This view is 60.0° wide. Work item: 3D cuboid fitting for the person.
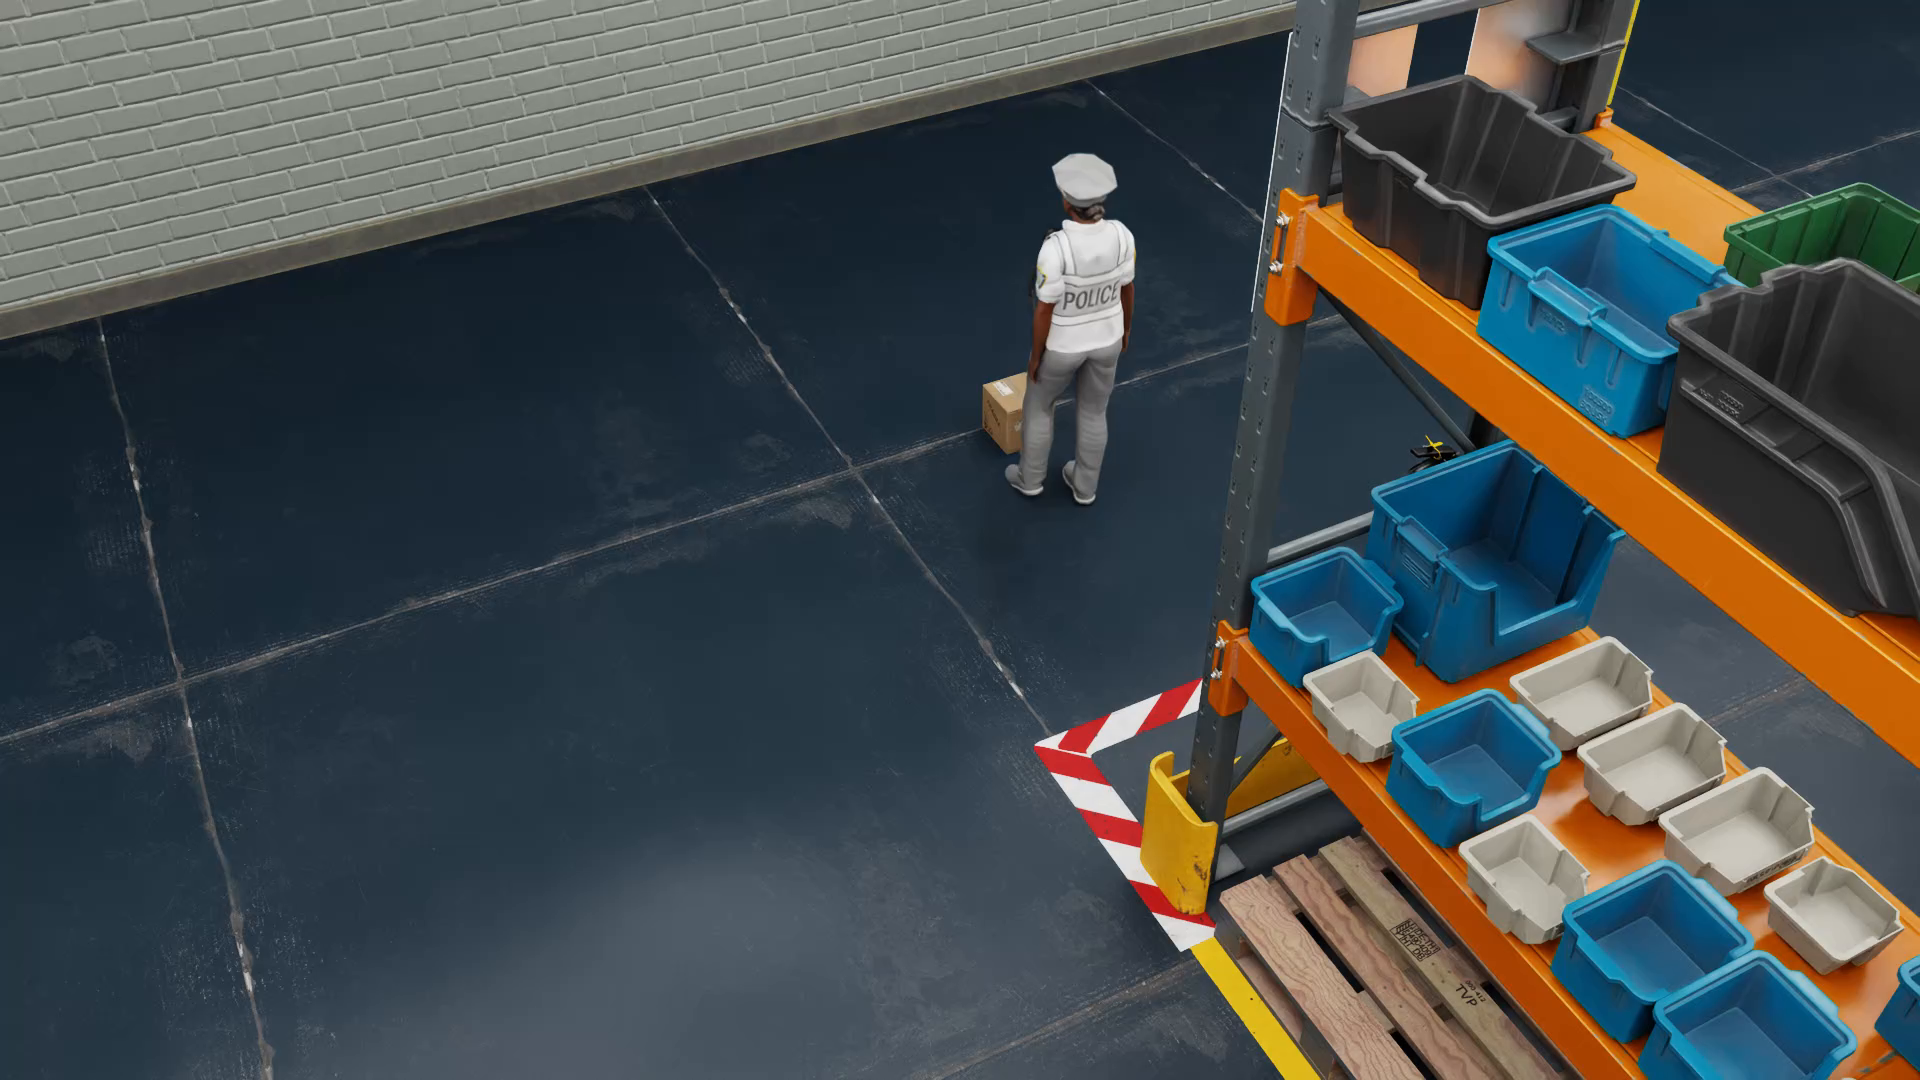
[{"bbox_3d":[0.488,-0.872,7.152,0.496,1.714,0.442,-13,43,-14],"label":"person"}]
